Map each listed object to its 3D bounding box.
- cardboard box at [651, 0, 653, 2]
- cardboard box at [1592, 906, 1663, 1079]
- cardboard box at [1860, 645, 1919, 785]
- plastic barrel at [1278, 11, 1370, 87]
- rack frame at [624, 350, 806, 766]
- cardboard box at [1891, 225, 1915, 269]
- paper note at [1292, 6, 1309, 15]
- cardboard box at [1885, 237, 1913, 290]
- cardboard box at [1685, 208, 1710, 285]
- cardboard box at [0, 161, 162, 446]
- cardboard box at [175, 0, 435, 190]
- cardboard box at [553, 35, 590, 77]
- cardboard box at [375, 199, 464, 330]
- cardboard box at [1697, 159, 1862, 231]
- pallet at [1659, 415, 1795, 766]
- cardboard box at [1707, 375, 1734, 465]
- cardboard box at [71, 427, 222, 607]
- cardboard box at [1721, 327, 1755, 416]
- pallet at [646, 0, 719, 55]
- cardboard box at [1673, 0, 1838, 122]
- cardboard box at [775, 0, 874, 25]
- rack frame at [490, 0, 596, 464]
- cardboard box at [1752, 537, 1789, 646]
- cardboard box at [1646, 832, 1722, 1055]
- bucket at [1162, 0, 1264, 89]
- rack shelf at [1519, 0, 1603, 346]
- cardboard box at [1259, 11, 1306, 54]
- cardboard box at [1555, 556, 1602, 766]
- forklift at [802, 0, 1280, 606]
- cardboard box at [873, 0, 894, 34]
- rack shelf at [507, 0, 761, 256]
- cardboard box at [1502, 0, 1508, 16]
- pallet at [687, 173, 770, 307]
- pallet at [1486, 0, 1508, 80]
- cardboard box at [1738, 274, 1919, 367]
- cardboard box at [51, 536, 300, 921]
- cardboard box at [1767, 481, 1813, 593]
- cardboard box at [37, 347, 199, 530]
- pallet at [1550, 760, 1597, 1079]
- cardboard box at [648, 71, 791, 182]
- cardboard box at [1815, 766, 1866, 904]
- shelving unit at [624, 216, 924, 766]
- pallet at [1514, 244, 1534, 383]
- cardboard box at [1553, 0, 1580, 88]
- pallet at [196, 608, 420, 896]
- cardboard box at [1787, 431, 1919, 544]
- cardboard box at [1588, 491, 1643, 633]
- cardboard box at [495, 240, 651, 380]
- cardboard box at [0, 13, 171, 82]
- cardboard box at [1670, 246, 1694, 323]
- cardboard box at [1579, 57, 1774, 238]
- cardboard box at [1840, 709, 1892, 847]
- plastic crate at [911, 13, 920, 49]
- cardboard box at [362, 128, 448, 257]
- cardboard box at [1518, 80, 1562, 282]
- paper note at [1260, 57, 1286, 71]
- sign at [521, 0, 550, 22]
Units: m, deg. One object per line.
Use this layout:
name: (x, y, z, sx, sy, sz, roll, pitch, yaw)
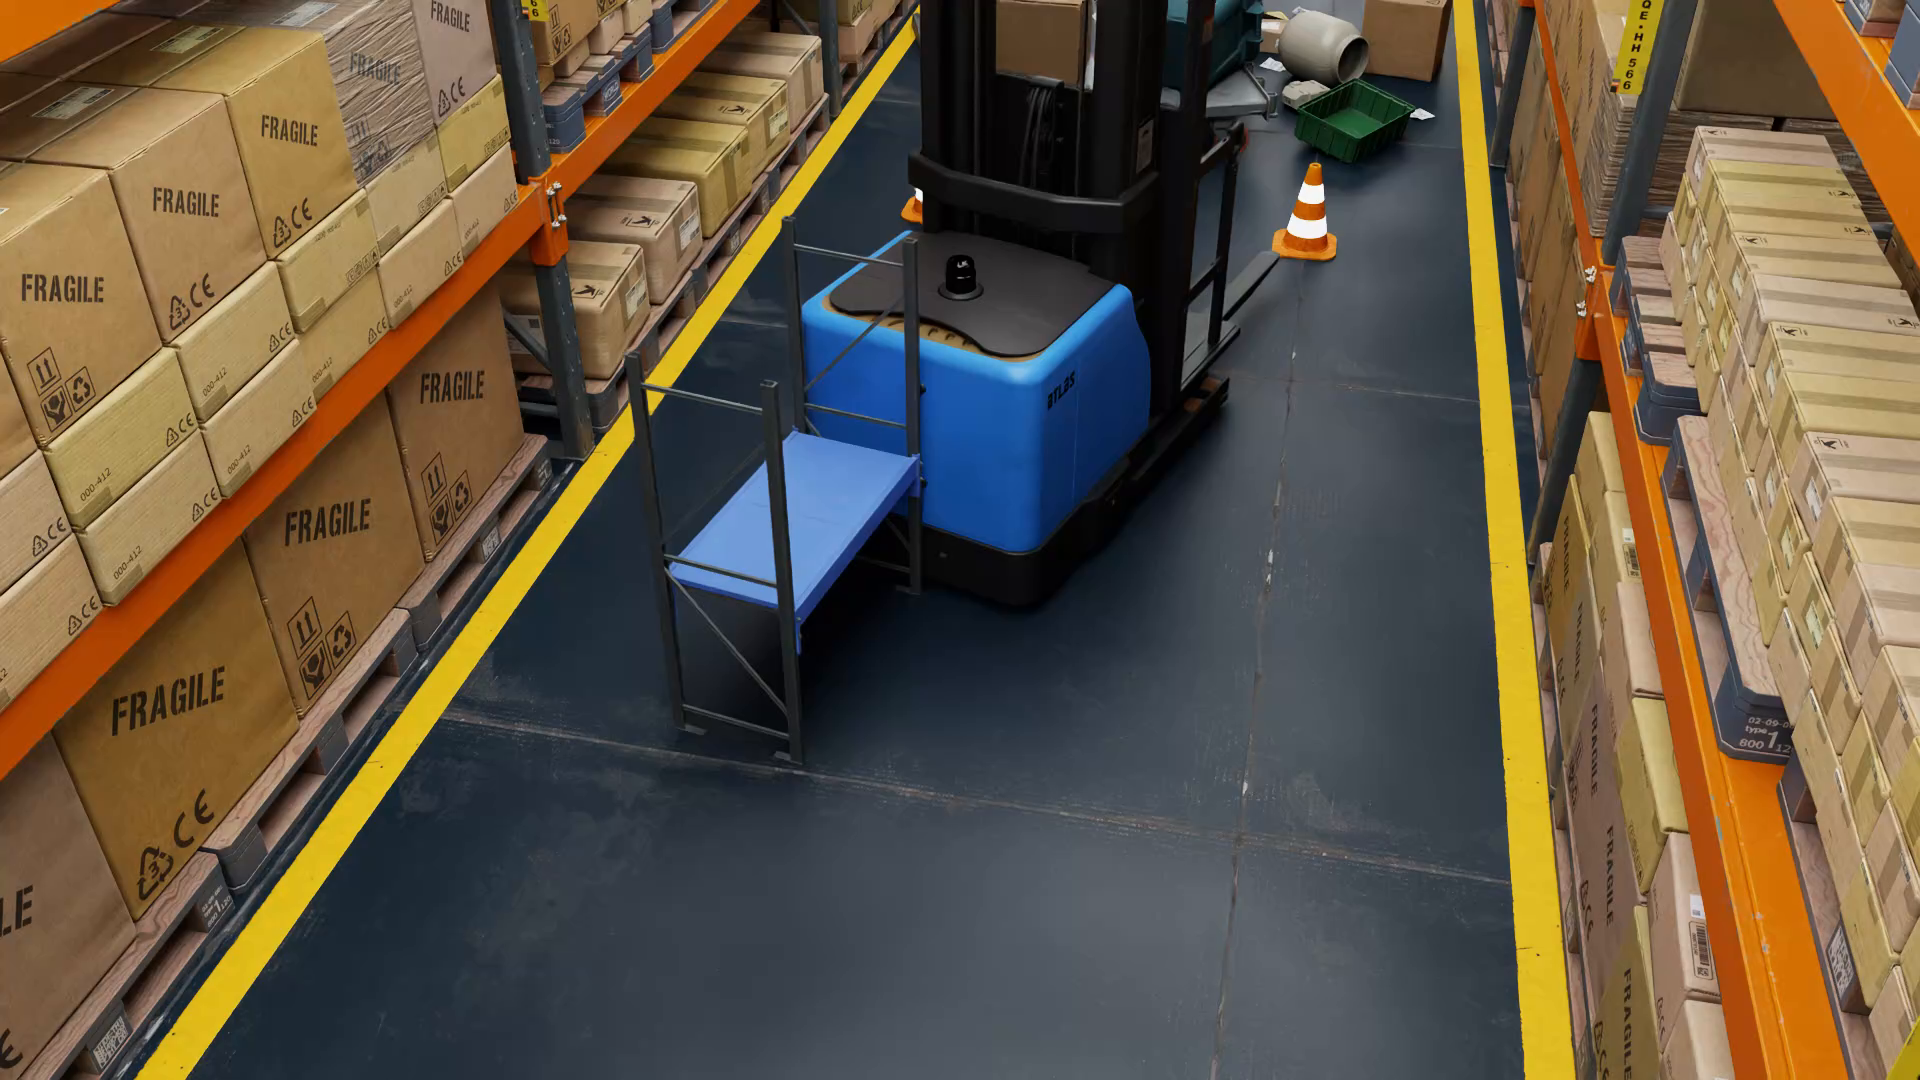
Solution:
cardboard box: (-1.599, -2.487, 7.481, 0.380, 0.149, 0.250, 9, 37, 13)
cardboard box: (1.924, 1.304, 4.166, 0.500, 0.500, 0.500, 6, 36, 9)
cardboard box: (1.911, 0.347, 3.065, 0.380, 0.149, 0.250, 6, 36, 8)
plastic barrel: (2.355, -3.174, 10.768, 0.421, 0.421, 0.512, -24, 42, -30)
rack frame: (-0.765, 0.103, 5.330, 0.500, 1.500, 0.032, 14, 38, 18)
cardboard box: (3.096, -0.929, 5.079, 0.380, 0.149, 0.250, 8, 37, 11)
paper note: (2.481, -3.802, 11.971, 0.144, 0.017, 0.142, 20, 41, 26)
cardboard box: (3.100, -0.809, 5.166, 0.380, 0.149, 0.250, 8, 37, 11)
cardboard box: (2.401, -0.862, 4.986, 0.380, 0.149, 0.250, 9, 37, 12)
cardboard box: (-2.389, -0.594, 4.076, 0.500, 0.500, 0.500, 6, 36, 9)
cardboard box: (-2.057, -1.464, 5.277, 0.500, 0.500, 0.500, 8, 37, 11)
cardboard box: (-1.757, -2.033, 6.855, 0.380, 0.149, 0.250, 5, 36, 7)
cardboard box: (-2.049, -0.965, 5.654, 0.500, 0.250, 0.500, 8, 37, 11)
cardboard box: (2.414, -0.995, 4.916, 0.380, 0.149, 0.250, 6, 36, 9)
pallet: (2.374, 0.137, 4.169, 1.003, 0.211, 1.213, 7, 37, 10)
cardboard box: (2.238, -0.302, 4.466, 0.380, 0.149, 0.250, 8, 37, 11)
cardboard box: (-2.369, -0.097, 4.456, 0.500, 0.250, 0.500, 7, 37, 10)
cardboard box: (2.240, -0.421, 4.378, 0.380, 0.149, 0.250, 7, 37, 10)
pallet: (-1.718, -2.706, 8.091, 1.003, 0.211, 1.213, 7, 37, 10)
cardboard box: (2.862, -1.782, 5.716, 0.700, 0.500, 0.500, 7, 37, 10)
cardboard box: (-0.857, -3.601, 10.509, 0.500, 0.500, 0.500, 9, 37, 12)
rack frame: (-2.101, -1.643, 6.461, 1.000, 3.000, 0.127, 7, 37, 10)
cardboard box: (2.069, 0.144, 3.851, 0.380, 0.149, 0.250, 9, 37, 12)
cardboard box: (1.937, 0.999, 3.949, 0.500, 0.250, 0.500, 9, 37, 12)
bucket: (1.388, -3.031, 9.870, 0.726, 0.611, 0.620, 20, 51, 26)
rack shelf: (3.184, -1.936, 7.478, 1.077, 0.370, 4.000, 7, 37, 10)
cardboard box: (2.179, -3.483, 11.330, 0.396, 0.266, 0.258, 14, 38, 18)
cardboard box: (2.252, 0.423, 5.382, 0.500, 0.500, 0.500, 8, 37, 11)
forklift: (0.561, -1.780, 6.708, 1.130, 2.935, 3.031, 19, 40, 24)
cardboard box: (-0.754, -3.605, 11.153, 0.500, 0.250, 0.500, 9, 37, 13)
rack shelf: (-1.674, -2.499, 8.255, 1.077, 0.370, 4.000, 7, 37, 10)
cardboard box: (4.199, -4.075, 11.269, 0.875, 0.875, 0.875, 7, 36, 9)
pallet: (-1.670, -1.659, 8.860, 1.003, 0.211, 1.213, 7, 37, 10)
pallet: (4.108, -3.373, 11.224, 1.003, 0.211, 1.213, 7, 37, 10)
cardboard box: (2.244, -0.548, 4.299, 0.380, 0.149, 0.250, 9, 37, 12)
cardboard box: (-2.716, 0.456, 5.018, 0.875, 0.875, 0.875, 8, 37, 11)
cardboard box: (2.072, 0.015, 3.777, 0.380, 0.149, 0.250, 7, 37, 10)
cardboard box: (-2.368, -0.297, 4.306, 0.500, 0.250, 0.500, 8, 37, 11)
pallet: (2.325, 1.193, 4.924, 1.003, 0.211, 1.213, 7, 37, 10)
cardboard box: (-1.506, -2.329, 9.289, 0.950, 0.372, 0.625, 10, 37, 13)
cardboard box: (1.903, 0.600, 3.222, 0.380, 0.149, 0.250, 7, 37, 10)
shelving unit: (-0.572, -0.173, 5.711, 0.538, 1.500, 1.048, 14, 38, 18)
pallet: (3.261, -1.092, 8.076, 1.003, 0.211, 1.213, 7, 37, 10)
cardboard box: (2.910, -2.280, 7.255, 0.500, 0.500, 0.500, 8, 37, 11)
pallet: (-2.606, 0.626, 5.707, 1.003, 0.211, 1.213, 7, 37, 10)
cardboard box: (2.076, -0.099, 3.679, 0.380, 0.149, 0.250, 6, 36, 8)
cardboard box: (2.264, 0.113, 5.171, 0.500, 0.250, 0.500, 7, 37, 9)
cardboard box: (-1.970, -1.072, 7.555, 0.950, 0.372, 0.625, 5, 36, 7)
cardboard box: (-2.667, -1.256, 4.990, 0.500, 0.500, 0.500, 8, 37, 11)
cardboard box: (2.406, -0.764, 5.105, 0.380, 0.149, 0.250, 9, 37, 12)
cardboard box: (2.590, -1.413, 6.059, 0.500, 0.500, 0.500, 7, 37, 10)
cardboard box: (1.905, 0.478, 3.138, 0.380, 0.149, 0.250, 9, 37, 12)
plastic crate: (-0.110, -3.552, 11.582, 0.402, 0.080, 0.583, -5, 36, -6)
cardboard box: (-2.062, -1.181, 5.525, 0.500, 0.250, 0.500, 6, 36, 9)
cardboard box: (3.356, -1.713, 8.117, 1.050, 0.750, 0.750, 7, 37, 10)
paper note: (2.113, -3.177, 11.114, 0.172, 0.023, 0.155, 20, 41, 26)
sign: (-1.558, -2.045, 6.028, 0.100, 0.325, 0.005, 7, 37, 10)
